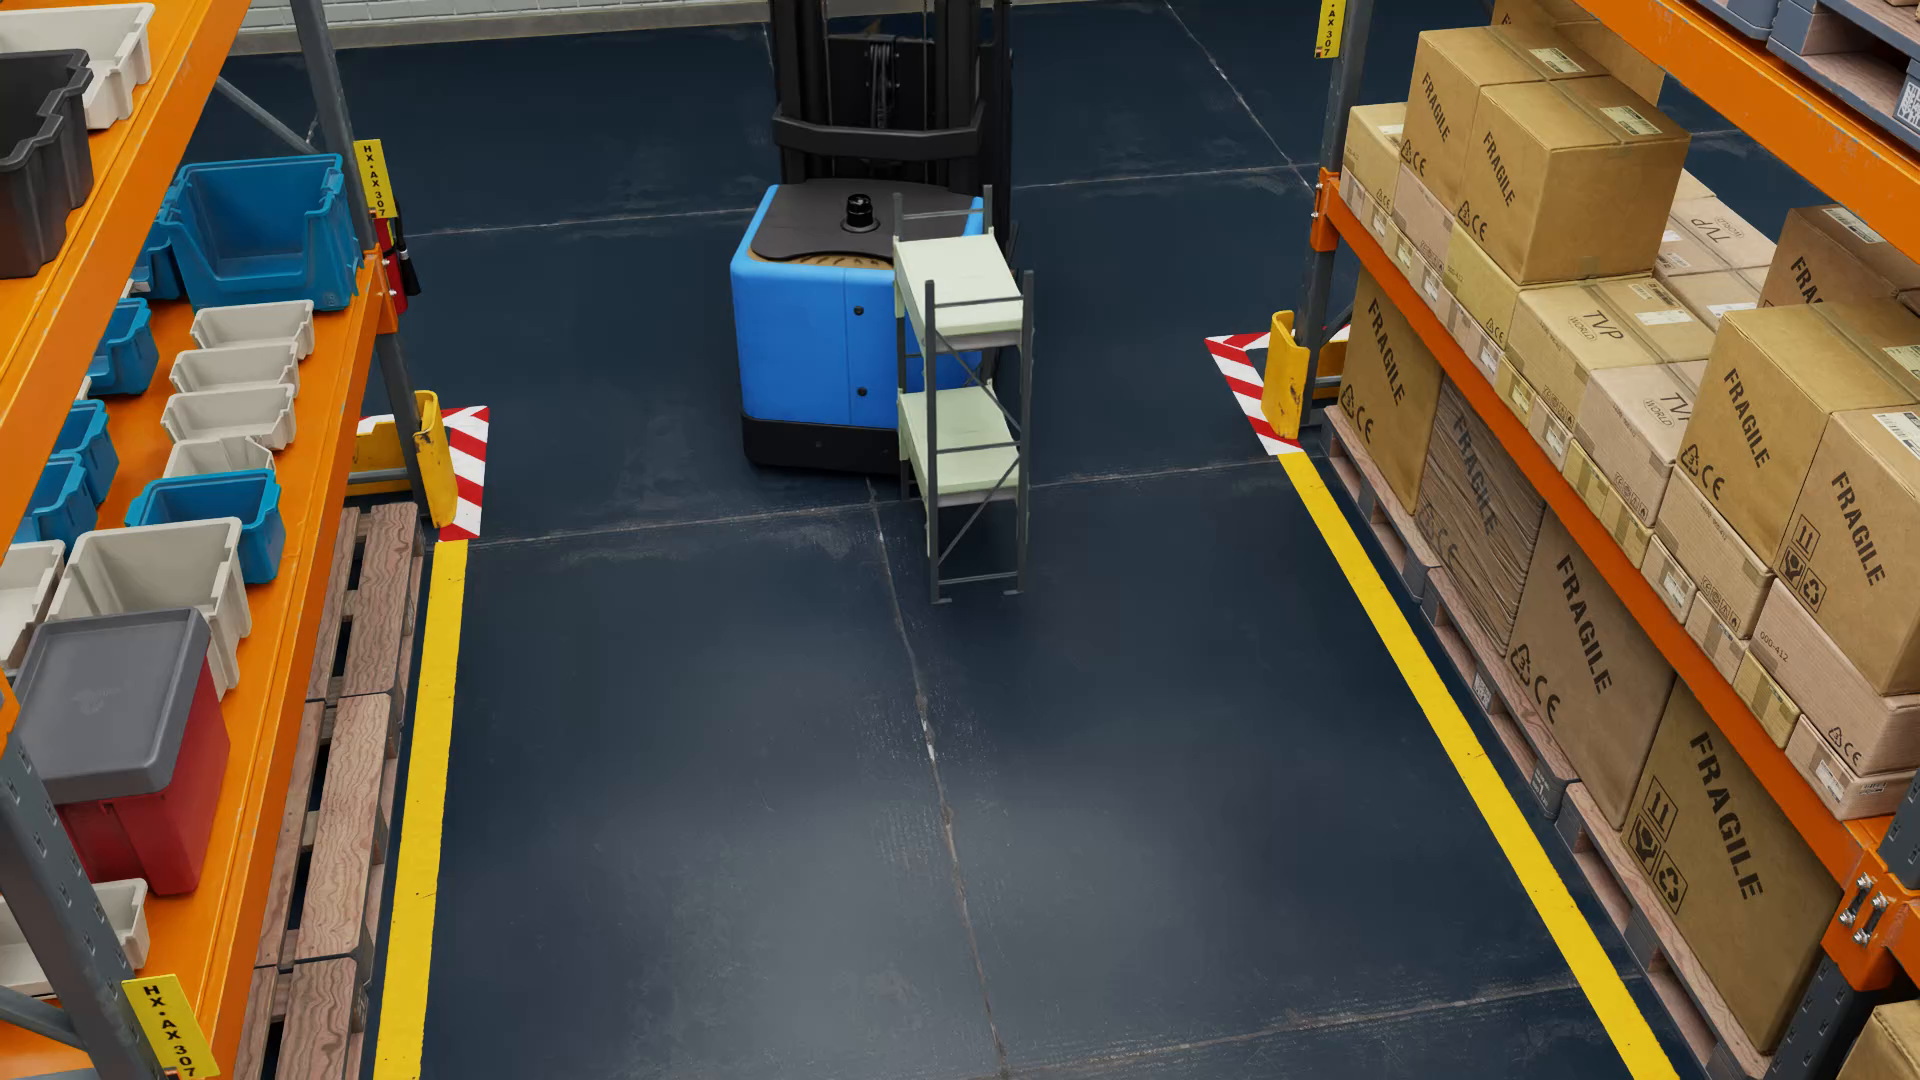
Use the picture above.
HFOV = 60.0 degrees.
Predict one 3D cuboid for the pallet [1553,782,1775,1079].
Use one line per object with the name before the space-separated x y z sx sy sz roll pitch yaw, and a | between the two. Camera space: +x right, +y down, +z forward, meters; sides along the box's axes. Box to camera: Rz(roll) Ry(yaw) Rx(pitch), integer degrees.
pallet | 2.705 1.246 5.475 1.003 0.211 1.213 -6 38 -8

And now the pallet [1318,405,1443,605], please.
pallet | 2.277 -0.228 7.372 1.003 0.211 1.213 -6 38 -8

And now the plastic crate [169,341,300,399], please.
plastic crate | -2.459 -0.541 5.667 0.396 0.136 0.243 -6 38 -8

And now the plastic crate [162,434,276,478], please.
plastic crate | -2.316 -0.199 5.227 0.298 0.136 0.250 -6 38 -8

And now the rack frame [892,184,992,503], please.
rack frame | -0.067 -0.791 7.045 0.400 1.500 0.023 -7 38 -9

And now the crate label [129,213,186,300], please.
crate label | -3.097 -1.044 6.237 0.416 0.233 0.303 -6 38 -8

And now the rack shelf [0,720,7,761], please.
rack shelf | -1.765 1.452 1.077 1.077 0.370 4.000 -6 38 -8

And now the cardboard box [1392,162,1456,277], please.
cardboard box | 1.976 -1.230 6.268 0.500 0.250 0.500 -7 38 -9

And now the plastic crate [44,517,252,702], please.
plastic crate | -2.202 0.226 4.562 0.437 0.282 0.530 -6 38 -8

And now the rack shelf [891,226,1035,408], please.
rack shelf | 0.001 -0.885 6.523 0.431 0.370 0.720 -7 38 -9

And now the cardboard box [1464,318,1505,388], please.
cardboard box | 2.025 -0.678 5.883 0.380 0.149 0.250 -7 38 -8

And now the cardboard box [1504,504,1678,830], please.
cardboard box | 2.566 0.335 5.764 0.875 0.875 0.875 -6 38 -8

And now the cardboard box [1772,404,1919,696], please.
cardboard box | 2.417 0.009 4.062 0.500 0.500 0.500 -5 38 -7

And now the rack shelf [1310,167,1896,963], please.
rack shelf | 2.410 -0.312 5.793 1.077 0.370 4.000 -6 38 -8

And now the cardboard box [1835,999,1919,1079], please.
cardboard box | 2.893 1.670 4.045 1.225 0.875 0.875 -6 38 -8

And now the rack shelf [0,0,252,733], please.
rack shelf | -2.466 -0.964 4.187 1.077 0.370 4.000 -6 38 -8

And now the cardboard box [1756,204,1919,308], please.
cardboard box | 2.754 -0.671 4.937 0.500 0.500 0.500 -7 38 -9

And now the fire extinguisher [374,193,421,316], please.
fire extinguisher | -2.396 -1.233 6.759 0.296 0.674 0.183 -6 38 -8

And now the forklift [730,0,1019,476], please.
forklift | -0.284 -2.332 7.862 1.130 2.935 3.031 5 38 6

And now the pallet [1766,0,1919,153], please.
pallet | 2.628 -1.033 3.762 1.003 0.211 1.213 -6 38 -8

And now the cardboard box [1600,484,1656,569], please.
cardboard box | 2.204 -0.059 5.086 0.380 0.149 0.250 -6 38 -7

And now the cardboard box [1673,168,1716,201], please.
cardboard box | 2.494 -1.291 6.347 0.500 0.250 0.500 -7 38 -9

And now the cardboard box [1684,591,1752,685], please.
cardboard box | 2.295 0.252 4.685 0.380 0.149 0.250 -7 38 -9

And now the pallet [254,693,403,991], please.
pallet | -2.500 1.068 5.704 1.003 0.211 1.213 -6 38 -8

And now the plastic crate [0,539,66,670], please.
plastic crate | -2.716 0.206 4.706 0.293 0.136 0.466 -6 38 -8

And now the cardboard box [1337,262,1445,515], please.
cardboard box | 2.251 -0.753 7.163 0.875 0.875 0.875 -6 38 -8

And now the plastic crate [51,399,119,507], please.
plastic crate | -2.867 -0.249 5.213 0.416 0.233 0.300 -6 38 -8

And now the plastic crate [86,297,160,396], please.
plastic crate | -2.982 -0.646 5.725 0.416 0.233 0.300 -6 38 -8

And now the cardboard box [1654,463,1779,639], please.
cardboard box | 2.332 0.003 4.681 0.500 0.250 0.500 -5 38 -7

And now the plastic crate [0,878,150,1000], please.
plastic crate | -2.056 0.929 3.775 0.396 0.136 0.243 -6 38 -8

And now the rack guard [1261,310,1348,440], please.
rack guard | 2.056 -0.831 7.912 1.175 0.500 0.348 -6 38 -8

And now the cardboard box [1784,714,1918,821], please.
cardboard box | 2.385 0.562 4.286 0.380 0.149 0.250 -6 38 -8

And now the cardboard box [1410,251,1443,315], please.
cardboard box | 1.936 -0.988 6.281 0.380 0.149 0.250 -7 38 -9

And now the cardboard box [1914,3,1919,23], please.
cardboard box | 2.565 -1.283 3.507 0.700 0.500 0.500 -8 39 -11

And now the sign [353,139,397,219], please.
sign | -2.278 -1.404 6.480 0.100 0.325 0.005 -6 38 -8

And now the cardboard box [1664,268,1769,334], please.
cardboard box | 2.679 -0.670 5.547 0.500 0.250 0.500 -6 38 -8

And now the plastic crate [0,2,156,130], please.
plastic crate | -2.210 -1.130 4.030 0.437 0.136 0.530 -6 38 -8

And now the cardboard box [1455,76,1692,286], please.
cardboard box | 2.062 -1.225 5.650 0.500 0.500 0.500 -7 38 -9

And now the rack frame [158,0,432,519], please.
rack frame | -2.817 -1.271 6.441 1.000 3.000 0.127 -6 38 -8

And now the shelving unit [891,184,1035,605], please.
shelving unit | 0.002 -0.574 6.759 0.431 1.500 0.755 -7 38 -9

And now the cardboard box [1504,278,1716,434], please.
cardboard box | 2.157 -0.611 5.472 0.500 0.250 0.500 -7 38 -9

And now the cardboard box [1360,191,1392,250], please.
cardboard box | 1.843 -1.300 6.683 0.380 0.149 0.250 -7 38 -9

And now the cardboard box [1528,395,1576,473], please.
cardboard box | 2.116 -0.368 5.483 0.380 0.149 0.250 -6 38 -7
